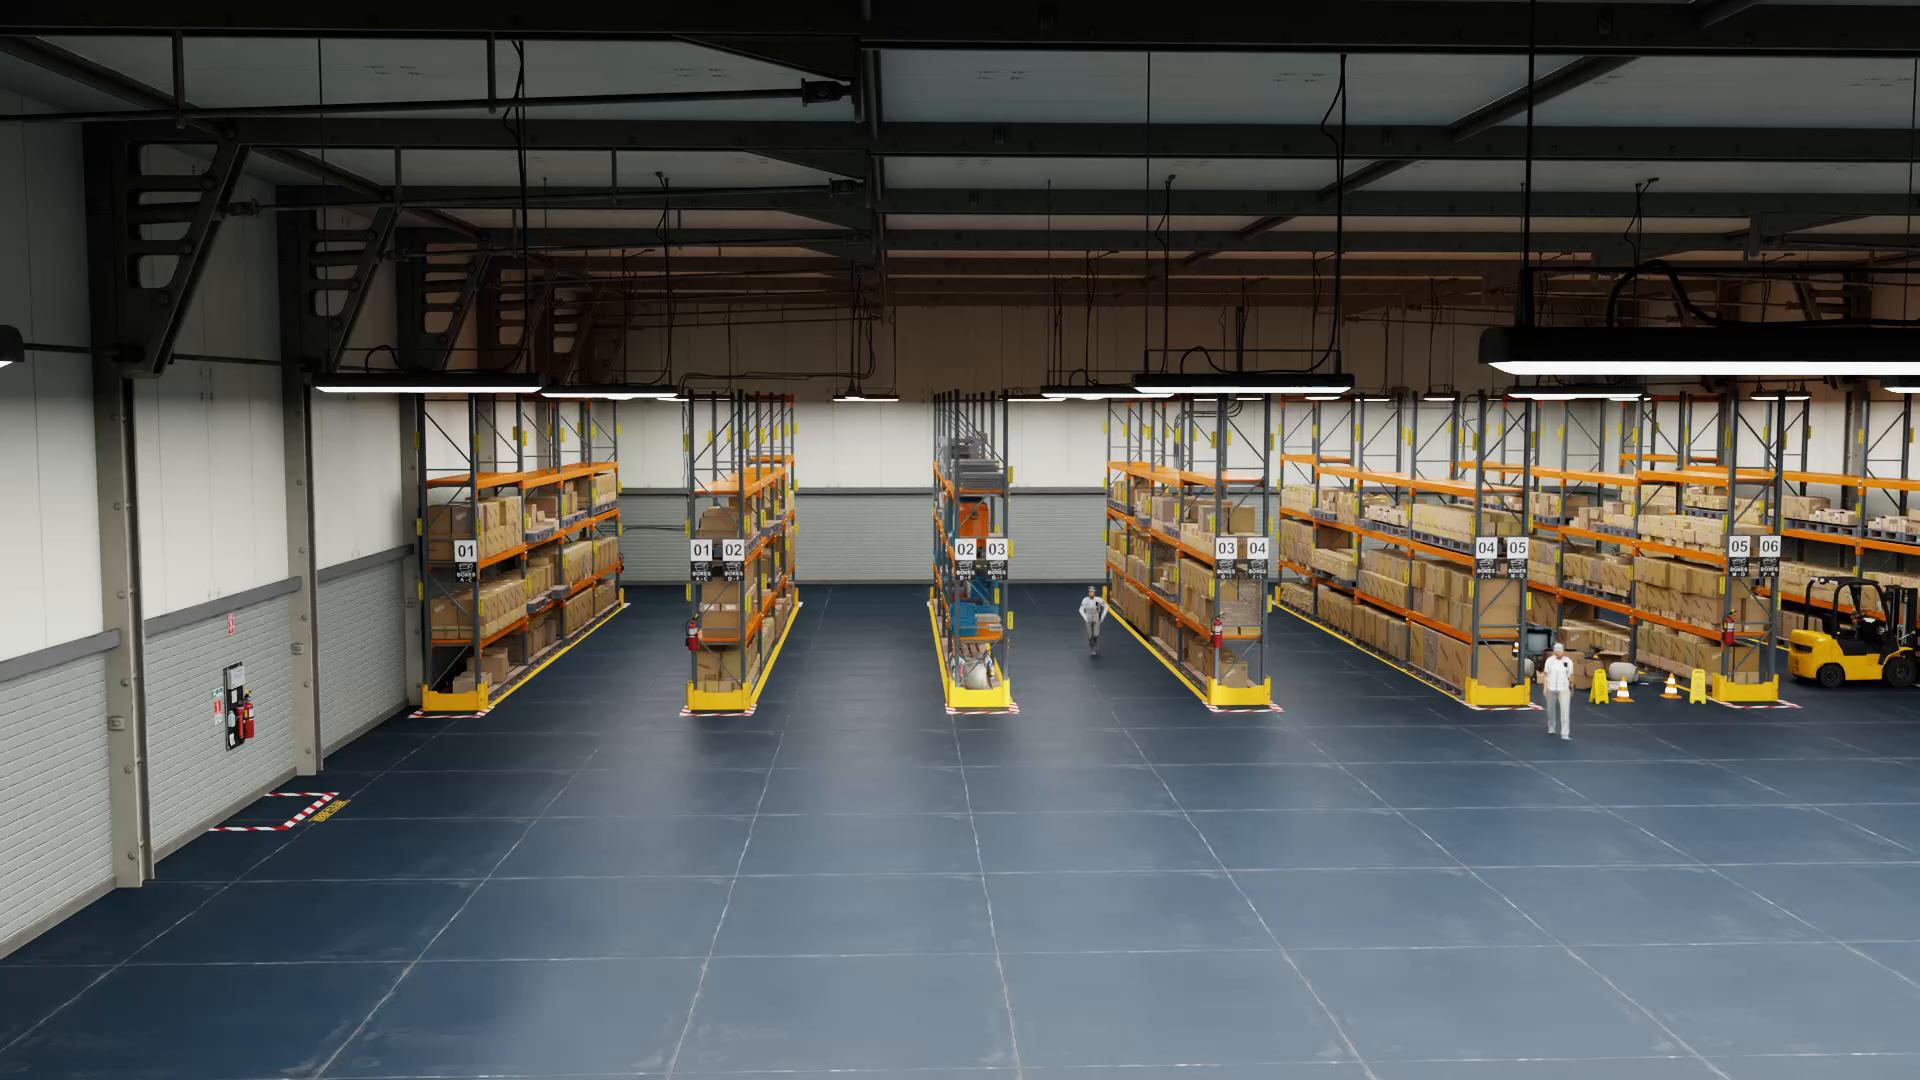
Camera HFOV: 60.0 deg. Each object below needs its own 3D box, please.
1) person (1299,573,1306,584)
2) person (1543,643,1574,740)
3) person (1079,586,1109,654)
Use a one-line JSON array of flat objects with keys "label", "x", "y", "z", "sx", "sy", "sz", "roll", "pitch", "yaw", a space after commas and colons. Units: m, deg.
[{"label": "person", "x": 10.467, "y": 0.727, "z": 51.007, "sx": 0.515, "sy": 1.612, "sz": 1.040, "roll": 3, "pitch": 6, "yaw": 37}, {"label": "person", "x": 10.293, "y": 2.582, "z": 28.583, "sx": 0.517, "sy": 1.641, "sz": 0.848, "roll": 3, "pitch": 5, "yaw": 30}, {"label": "person", "x": 3.042, "y": 1.828, "z": 37.967, "sx": 0.622, "sy": 1.610, "sz": 0.695, "roll": 1, "pitch": 5, "yaw": 9}]
